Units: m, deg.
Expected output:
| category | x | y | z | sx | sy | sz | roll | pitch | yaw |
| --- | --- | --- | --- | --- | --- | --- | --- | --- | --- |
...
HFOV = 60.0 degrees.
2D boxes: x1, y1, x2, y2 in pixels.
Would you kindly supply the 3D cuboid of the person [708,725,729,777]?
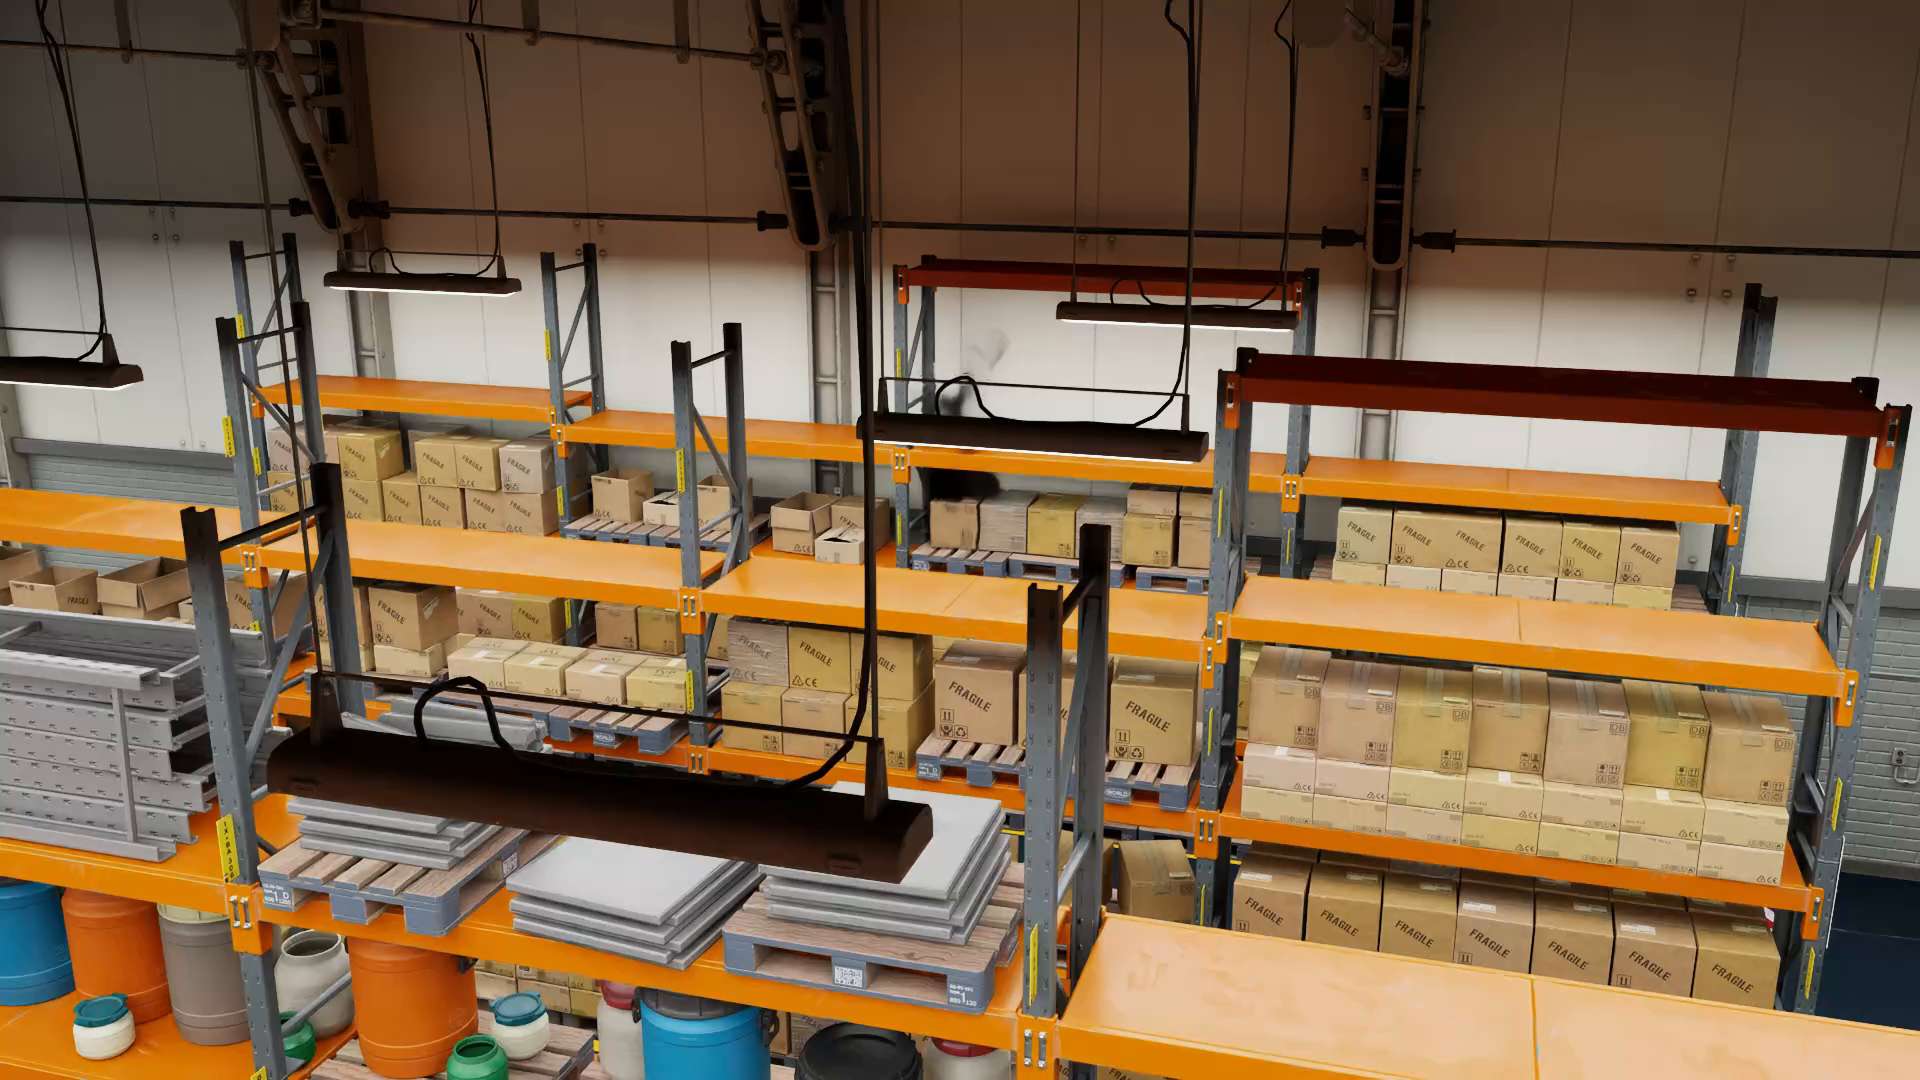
| category | x | y | z | sx | sy | sz | roll | pitch | yaw |
| --- | --- | --- | --- | --- | --- | --- | --- | --- | --- |
| person | -2.496 | 2.338 | 16.464 | 0.912 | 1.764 | 0.663 | 1 | 16 | 3 |
